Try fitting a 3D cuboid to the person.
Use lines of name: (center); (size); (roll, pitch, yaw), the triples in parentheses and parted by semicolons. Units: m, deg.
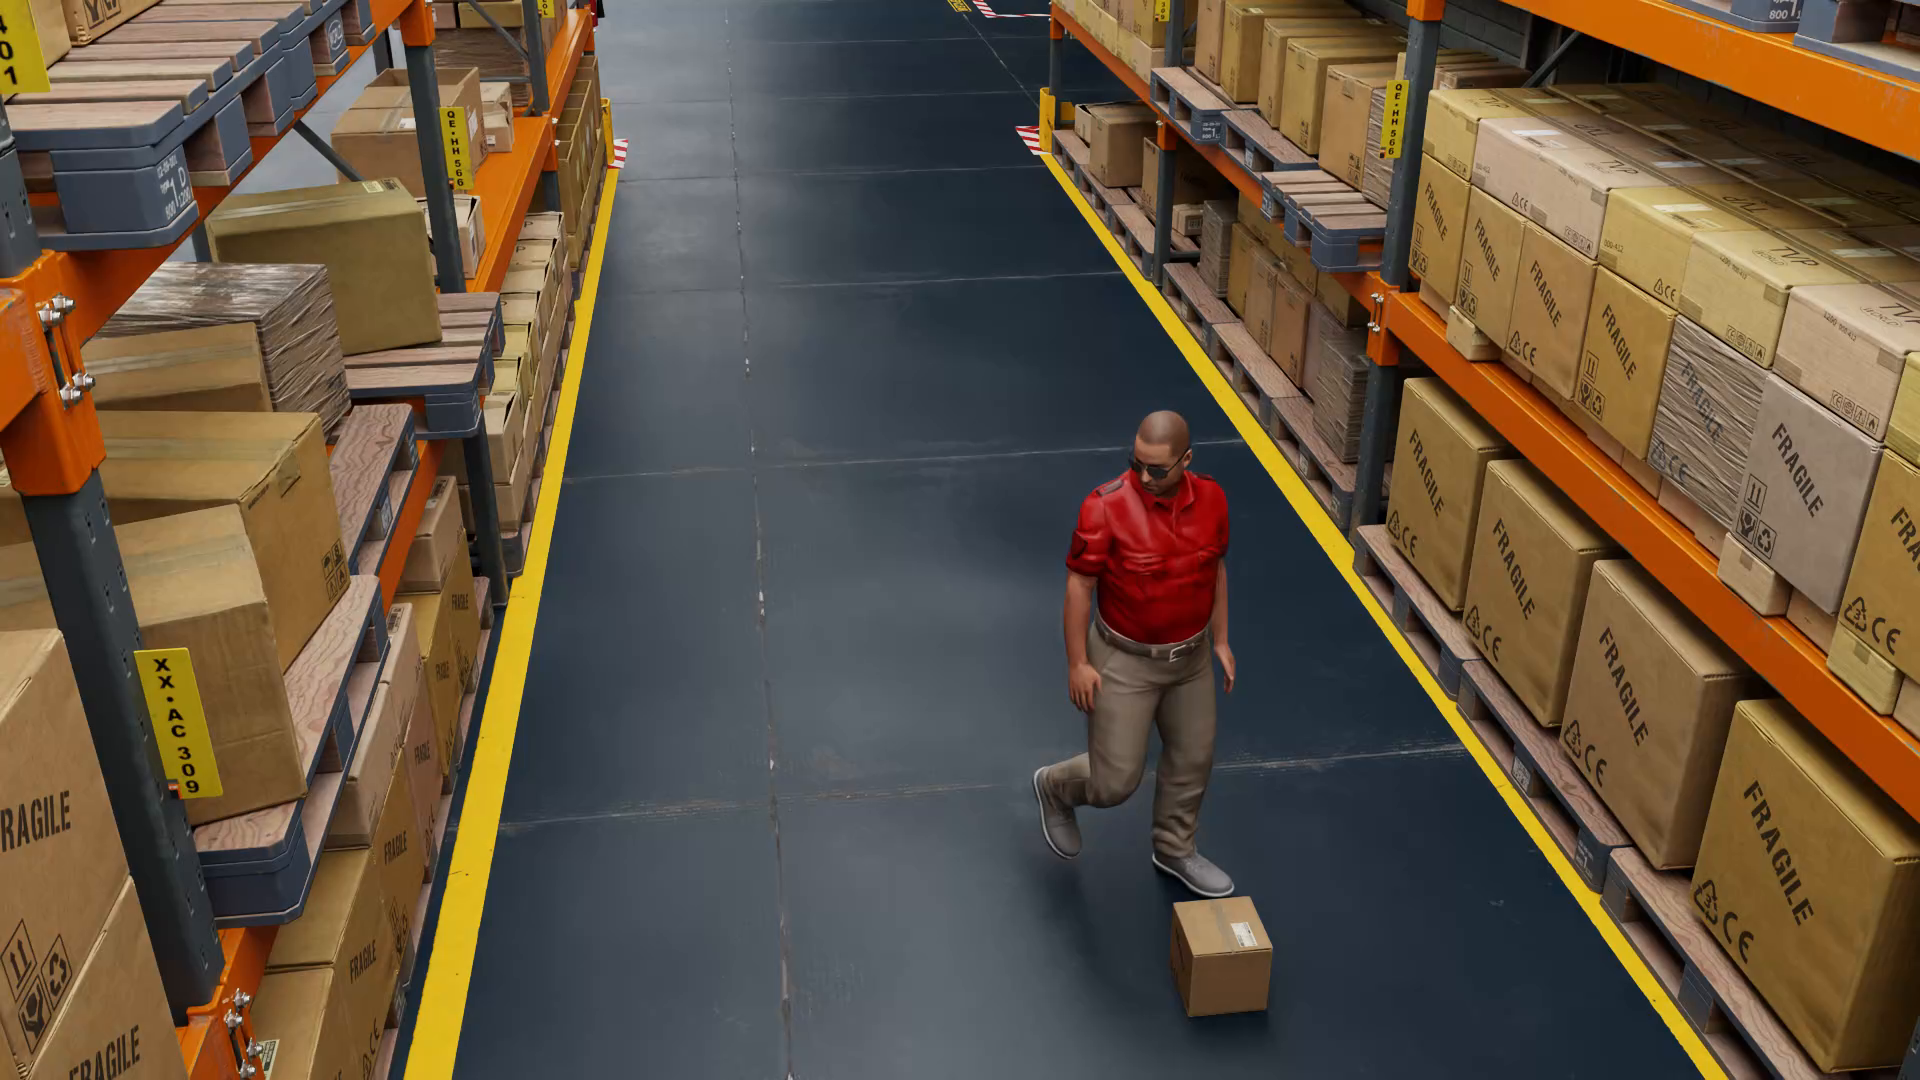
person: (0.601, 0.365, 5.385); (0.581, 1.715, 0.650); (-15, 31, -27)
